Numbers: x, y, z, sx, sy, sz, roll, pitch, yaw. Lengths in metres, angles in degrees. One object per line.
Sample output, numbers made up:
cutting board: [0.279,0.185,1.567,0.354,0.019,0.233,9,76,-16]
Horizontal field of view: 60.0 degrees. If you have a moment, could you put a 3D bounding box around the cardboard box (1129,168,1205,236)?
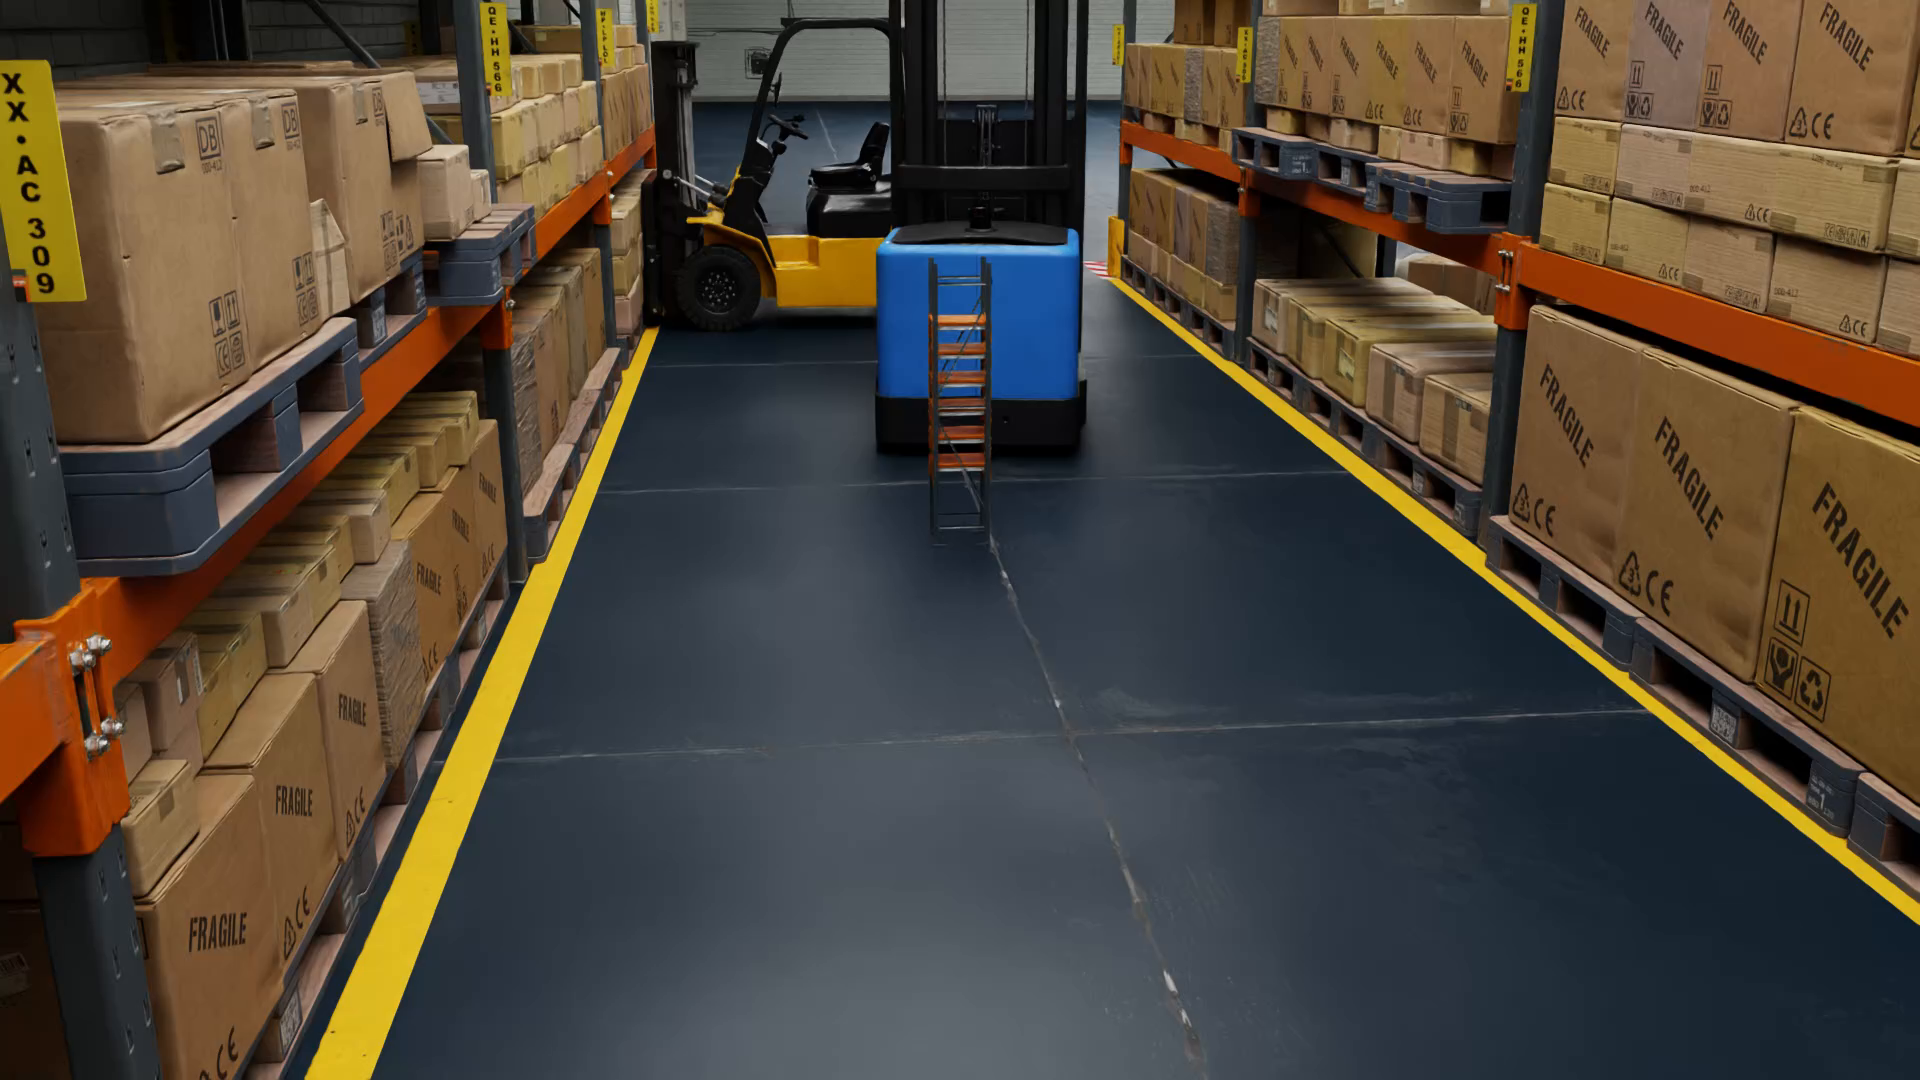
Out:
cardboard box: [1.694,-2.778,13.655,0.500,0.500,0.500,-2,18,-7]

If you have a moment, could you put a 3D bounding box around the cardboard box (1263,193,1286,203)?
cardboard box: [2.436,-2.185,11.767,0.500,0.500,0.500,-1,17,-3]

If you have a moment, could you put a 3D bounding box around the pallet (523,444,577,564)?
pallet: [-2.275,-0.166,7.352,1.003,0.211,1.213,-2,18,-6]

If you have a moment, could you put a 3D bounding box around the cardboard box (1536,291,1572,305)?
cardboard box: [4.062,-1.828,10.902,0.500,0.500,0.500,-2,18,-6]

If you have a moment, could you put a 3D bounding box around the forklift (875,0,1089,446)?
forklift: [0.172,-2.269,9.511,1.130,2.935,3.031,1,17,3]

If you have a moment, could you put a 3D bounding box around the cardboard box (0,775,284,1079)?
cardboard box: [-1.643,0.783,3.146,0.500,0.500,0.500,-1,17,-3]

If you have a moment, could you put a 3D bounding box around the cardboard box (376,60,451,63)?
cardboard box: [-2.740,-2.306,8.264,0.380,0.149,0.250,-2,18,-6]

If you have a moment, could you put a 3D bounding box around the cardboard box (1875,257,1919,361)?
cardboard box: [2.739,-0.569,4.233,0.500,0.250,0.500,-2,18,-7]

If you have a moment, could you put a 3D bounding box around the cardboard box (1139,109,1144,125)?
cardboard box: [1.712,-3.560,13.928,0.380,0.149,0.250,-2,18,-5]

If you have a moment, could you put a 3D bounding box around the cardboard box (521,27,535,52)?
cardboard box: [-2.514,-3.119,10.358,0.380,0.149,0.250,-2,17,-5]

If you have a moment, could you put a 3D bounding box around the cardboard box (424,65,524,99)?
cardboard box: [-2.145,-2.018,7.346,0.380,0.149,0.250,-2,17,-5]

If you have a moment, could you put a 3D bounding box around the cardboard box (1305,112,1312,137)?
cardboard box: [2.160,-2.345,9.357,0.380,0.149,0.250,-1,17,-2]

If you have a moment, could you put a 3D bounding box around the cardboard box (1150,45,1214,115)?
cardboard box: [1.766,-3.521,12.722,0.500,0.500,0.500,-2,18,-7]

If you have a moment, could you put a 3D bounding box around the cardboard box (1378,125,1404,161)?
cardboard box: [2.209,-1.883,7.886,0.380,0.149,0.250,-1,17,-5]

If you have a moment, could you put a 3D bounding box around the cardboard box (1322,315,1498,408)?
cardboard box: [2.503,-0.965,8.929,0.950,0.372,0.625,-1,17,-4]

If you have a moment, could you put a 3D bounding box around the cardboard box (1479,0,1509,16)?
cardboard box: [2.703,-2.879,8.891,0.380,0.149,0.250,-3,18,-8]

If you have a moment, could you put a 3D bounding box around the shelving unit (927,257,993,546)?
shelving unit: [-0.001,-0.577,7.011,0.258,1.200,0.189,-2,18,-6]

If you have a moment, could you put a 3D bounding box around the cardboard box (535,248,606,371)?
cardboard box: [-2.577,-1.354,9.744,0.875,0.625,0.625,-1,17,-3]

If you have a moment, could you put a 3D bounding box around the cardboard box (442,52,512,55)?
cardboard box: [-2.930,-2.886,10.113,0.380,0.149,0.250,-2,18,-6]

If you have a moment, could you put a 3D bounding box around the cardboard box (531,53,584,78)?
cardboard box: [-2.413,-2.902,10.162,0.380,0.149,0.250,-2,18,-7]

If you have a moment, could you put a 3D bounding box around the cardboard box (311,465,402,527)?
cardboard box: [-1.876,-0.113,4.918,0.380,0.149,0.250,-2,18,-6]

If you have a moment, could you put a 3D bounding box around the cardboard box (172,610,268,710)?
cardboard box: [-1.774,0.272,3.691,0.380,0.149,0.250,-2,18,-7]

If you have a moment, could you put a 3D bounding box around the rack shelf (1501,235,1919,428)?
rack shelf: [2.914,-0.465,4.851,1.077,0.370,4.000,-2,18,-6]

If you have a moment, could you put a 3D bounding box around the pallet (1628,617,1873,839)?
pallet: [2.837,0.526,5.148,1.003,0.211,1.213,-2,18,-6]

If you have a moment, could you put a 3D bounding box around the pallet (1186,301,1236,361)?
pallet: [2.191,-1.464,11.489,1.003,0.211,1.213,-2,18,-6]

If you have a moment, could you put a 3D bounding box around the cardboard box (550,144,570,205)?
cardboard box: [-2.191,-1.776,8.075,0.500,0.250,0.500,-1,17,-4]

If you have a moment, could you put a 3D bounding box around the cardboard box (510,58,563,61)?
cardboard box: [-2.245,-2.398,8.559,0.380,0.149,0.250,-2,18,-7]

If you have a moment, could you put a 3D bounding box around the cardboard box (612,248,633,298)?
cardboard box: [-2.385,-1.722,10.709,0.500,0.250,0.500,-2,18,-6]

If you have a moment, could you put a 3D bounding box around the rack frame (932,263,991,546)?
rack frame: [0.008,-0.550,6.924,0.240,1.200,0.006,-2,18,-6]

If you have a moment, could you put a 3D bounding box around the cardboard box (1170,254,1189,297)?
cardboard box: [1.854,-1.962,12.308,0.500,0.250,0.500,-2,17,-5]

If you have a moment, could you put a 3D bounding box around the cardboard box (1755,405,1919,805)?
cardboard box: [2.876,0.150,4.538,0.875,0.875,0.875,-1,17,-4]

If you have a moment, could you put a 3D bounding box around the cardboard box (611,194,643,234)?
cardboard box: [-2.485,-2.261,11.592,0.500,0.250,0.500,-1,17,-4]

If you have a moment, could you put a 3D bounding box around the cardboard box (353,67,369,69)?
cardboard box: [-2.663,-1.922,7.041,0.380,0.149,0.250,-2,18,-7]

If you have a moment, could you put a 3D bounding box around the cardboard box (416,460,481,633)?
cardboard box: [-1.931,0.011,5.605,0.500,0.500,0.500,-2,18,-6]

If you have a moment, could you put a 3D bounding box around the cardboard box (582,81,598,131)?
cardboard box: [-2.337,-2.470,9.452,0.500,0.250,0.500,-2,18,-7]

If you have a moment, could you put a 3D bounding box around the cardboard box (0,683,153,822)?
cardboard box: [-1.649,0.370,2.884,0.380,0.149,0.250,-2,18,-7]

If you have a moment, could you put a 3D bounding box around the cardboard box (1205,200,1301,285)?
cardboard box: [1.967,-2.010,11.209,0.500,0.500,0.500,-2,18,-6]

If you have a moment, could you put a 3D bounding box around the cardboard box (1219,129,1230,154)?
cardboard box: [1.926,-2.636,10.986,0.380,0.149,0.250,-1,17,-4]

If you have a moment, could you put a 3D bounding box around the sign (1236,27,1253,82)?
sign: [1.756,-2.990,10.247,0.100,0.325,0.005,-2,18,-6]

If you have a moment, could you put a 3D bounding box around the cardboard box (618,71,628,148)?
cardboard box: [-2.551,-2.935,11.350,0.500,0.500,0.500,-2,18,-6]

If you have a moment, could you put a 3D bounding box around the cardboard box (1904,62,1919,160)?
cardboard box: [2.731,-1.168,4.053,0.500,0.500,0.500,-1,17,-4]

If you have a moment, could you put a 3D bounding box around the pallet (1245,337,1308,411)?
pallet: [2.377,-1.033,10.116,1.003,0.211,1.213,-2,18,-6]

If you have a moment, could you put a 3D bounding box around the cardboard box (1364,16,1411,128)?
cardboard box: [2.267,-2.225,7.891,0.500,0.500,0.500,-3,18,-9]

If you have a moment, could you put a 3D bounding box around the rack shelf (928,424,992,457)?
rack shelf: [-0.001,-0.420,7.060,0.258,0.103,0.180,-2,18,-6]

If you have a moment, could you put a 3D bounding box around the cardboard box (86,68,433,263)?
cardboard box: [-1.877,-1.019,4.540,0.797,0.503,0.637,-2,18,-7]

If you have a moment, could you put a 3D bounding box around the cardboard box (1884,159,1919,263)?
cardboard box: [2.714,-0.806,4.152,0.500,0.250,0.500,-1,17,-4]

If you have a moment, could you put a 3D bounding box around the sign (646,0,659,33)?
sign: [-2.513,-4.311,13.573,0.100,0.325,0.005,-2,18,-6]

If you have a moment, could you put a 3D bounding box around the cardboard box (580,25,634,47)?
cardboard box: [-2.576,-3.655,12.064,0.380,0.149,0.250,-1,17,-5]

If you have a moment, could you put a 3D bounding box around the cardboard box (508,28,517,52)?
cardboard box: [-2.960,-3.102,10.304,0.380,0.149,0.250,-2,18,-7]

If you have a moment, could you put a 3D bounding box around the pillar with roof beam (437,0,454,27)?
pillar with roof beam: [0.403,-6.393,12.517,9.100,9.000,0.400,-2,18,-6]

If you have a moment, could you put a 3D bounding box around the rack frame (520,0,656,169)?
rack frame: [-3.054,-3.633,13.741,1.000,3.000,0.127,-2,18,-6]

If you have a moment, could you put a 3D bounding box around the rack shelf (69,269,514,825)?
rack shelf: [-2.023,-0.310,4.359,1.077,0.370,4.000,-2,18,-6]

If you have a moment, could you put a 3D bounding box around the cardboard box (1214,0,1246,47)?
cardboard box: [2.265,-3.856,12.119,0.700,0.500,0.500,-2,18,-6]

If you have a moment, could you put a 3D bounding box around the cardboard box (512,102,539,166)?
cardboard box: [-2.082,-1.705,7.017,0.500,0.250,0.500,-1,17,-4]

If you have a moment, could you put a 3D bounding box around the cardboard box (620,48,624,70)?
cardboard box: [-2.553,-3.363,11.631,0.380,0.149,0.250,-2,18,-7]

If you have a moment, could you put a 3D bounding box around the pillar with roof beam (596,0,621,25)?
pillar with roof beam: [-0.835,-9.968,23.905,9.100,9.000,0.400,-2,18,-6]
